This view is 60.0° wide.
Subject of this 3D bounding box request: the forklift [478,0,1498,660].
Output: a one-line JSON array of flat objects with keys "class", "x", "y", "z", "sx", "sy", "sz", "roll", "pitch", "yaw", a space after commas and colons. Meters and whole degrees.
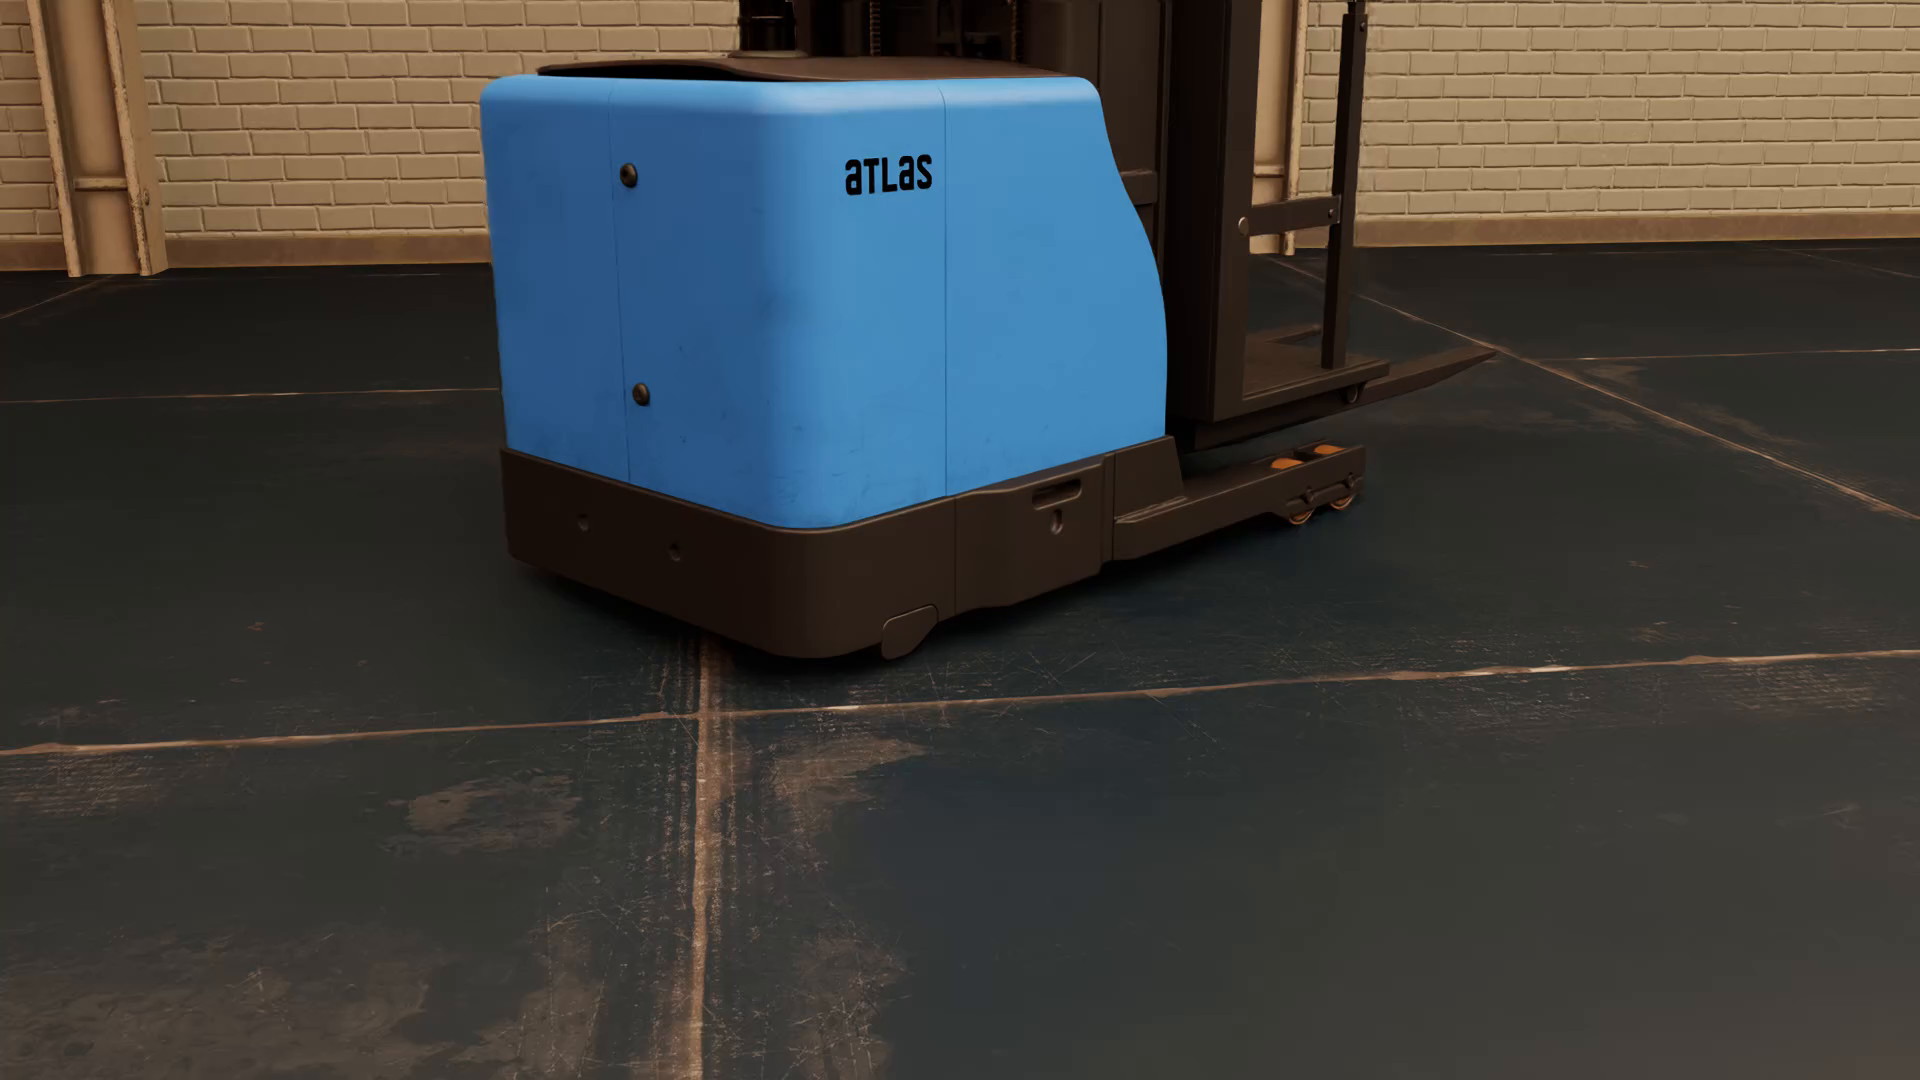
[{"class": "forklift", "x": 0.386, "y": -1.528, "z": 3.957, "sx": 1.130, "sy": 2.935, "sz": 3.031, "roll": 15, "pitch": 22, "yaw": 41}]
